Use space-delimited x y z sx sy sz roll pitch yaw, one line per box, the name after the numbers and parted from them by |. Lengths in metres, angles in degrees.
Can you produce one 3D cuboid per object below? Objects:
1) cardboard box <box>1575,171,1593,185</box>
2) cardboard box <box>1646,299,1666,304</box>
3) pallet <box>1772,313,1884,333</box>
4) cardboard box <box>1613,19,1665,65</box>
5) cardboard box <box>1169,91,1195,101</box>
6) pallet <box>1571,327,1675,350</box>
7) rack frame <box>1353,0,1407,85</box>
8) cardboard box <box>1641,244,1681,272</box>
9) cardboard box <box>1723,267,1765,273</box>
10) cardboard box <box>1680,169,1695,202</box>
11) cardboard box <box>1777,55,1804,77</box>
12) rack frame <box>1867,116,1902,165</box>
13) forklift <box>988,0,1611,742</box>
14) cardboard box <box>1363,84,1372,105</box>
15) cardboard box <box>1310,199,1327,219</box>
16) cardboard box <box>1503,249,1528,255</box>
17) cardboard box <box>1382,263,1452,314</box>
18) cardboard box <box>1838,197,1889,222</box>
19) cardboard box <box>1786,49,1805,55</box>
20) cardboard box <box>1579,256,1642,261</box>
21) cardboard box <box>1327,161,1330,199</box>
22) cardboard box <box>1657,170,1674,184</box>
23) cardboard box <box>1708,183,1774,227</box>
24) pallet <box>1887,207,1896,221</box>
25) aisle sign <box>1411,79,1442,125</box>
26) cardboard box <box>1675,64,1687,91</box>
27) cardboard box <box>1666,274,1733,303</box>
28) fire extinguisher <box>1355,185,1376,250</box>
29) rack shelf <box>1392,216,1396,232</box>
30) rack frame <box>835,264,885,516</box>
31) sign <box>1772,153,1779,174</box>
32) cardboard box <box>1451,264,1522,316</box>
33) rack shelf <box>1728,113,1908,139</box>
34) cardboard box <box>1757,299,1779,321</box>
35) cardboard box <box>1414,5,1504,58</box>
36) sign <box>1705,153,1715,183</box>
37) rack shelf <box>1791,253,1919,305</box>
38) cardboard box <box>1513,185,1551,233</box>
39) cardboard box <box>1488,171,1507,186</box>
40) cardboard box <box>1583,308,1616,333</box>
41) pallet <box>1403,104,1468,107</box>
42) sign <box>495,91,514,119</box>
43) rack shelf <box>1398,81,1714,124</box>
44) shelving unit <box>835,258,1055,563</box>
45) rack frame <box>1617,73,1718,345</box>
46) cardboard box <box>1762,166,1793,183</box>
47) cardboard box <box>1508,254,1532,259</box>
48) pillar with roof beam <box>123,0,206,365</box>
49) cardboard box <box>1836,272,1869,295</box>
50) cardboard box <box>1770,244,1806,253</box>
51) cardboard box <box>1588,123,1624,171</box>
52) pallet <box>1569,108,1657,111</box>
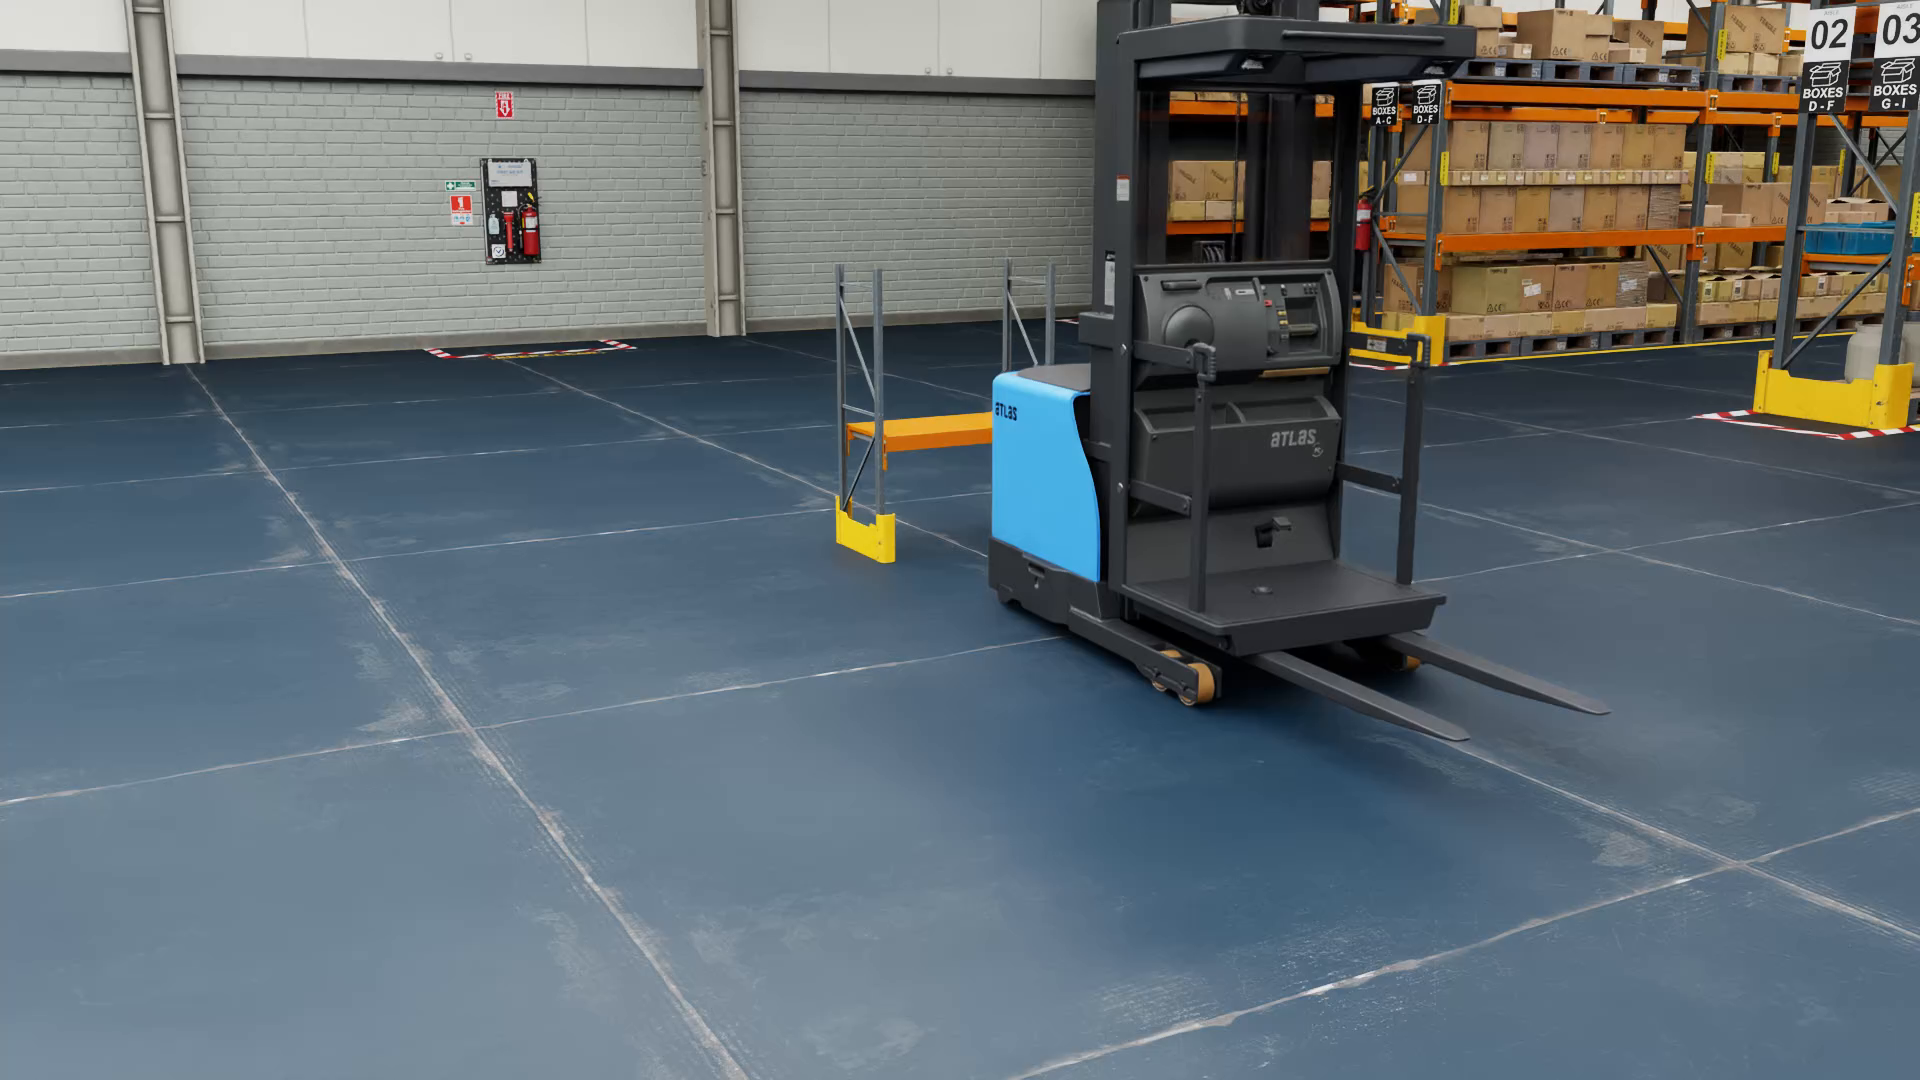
6.641 -3.938 18.072 0.250 0.149 0.380 -6 14 -26 | cardboard box
8.349 -2.768 19.881 0.500 0.250 0.500 -7 14 -28 | cardboard box
10.894 -2.786 21.008 1.213 0.211 1.003 -7 14 -28 | pallet
7.555 -5.588 18.772 0.500 0.500 0.500 -6 14 -23 | cardboard box
2.649 -5.847 21.154 0.500 0.500 0.500 -6 14 -26 | cardboard box
7.406 -2.369 19.154 1.213 0.211 1.003 -7 14 -28 | pallet
5.747 -7.686 22.765 0.127 3.000 1.000 -7 14 -28 | rack frame
10.738 -4.479 26.119 0.750 0.750 0.750 -7 14 -28 | cardboard box
9.678 -3.200 20.524 0.500 0.311 0.500 -7 14 -29 | cardboard box
11.161 -5.547 25.974 0.500 0.500 0.500 -6 14 -26 | cardboard box
9.831 -5.589 19.666 0.500 0.250 0.500 -8 15 -33 | cardboard box
16.280 -6.021 29.033 0.127 3.000 1.000 -7 14 -28 | rack frame
1.223 -0.908 6.469 1.130 2.935 3.031 -6 14 -25 | forklift
5.420 -6.180 22.632 0.500 0.500 0.500 -6 14 -26 | cardboard box
4.601 -4.481 22.483 0.500 0.250 0.500 -7 14 -28 | cardboard box
8.121 -4.407 24.843 0.500 0.250 0.500 -7 14 -27 | cardboard box
4.941 -2.727 17.993 0.500 0.500 0.500 -7 14 -28 | cardboard box
11.295 -4.152 20.931 0.500 0.311 0.500 -6 14 -24 | cardboard box
13.529 -7.631 26.804 0.500 0.500 0.500 -7 14 -28 | cardboard box
7.567 -3.046 19.408 0.500 0.500 0.500 -7 14 -28 | cardboard box
5.045 -4.899 22.632 0.500 0.500 0.500 -7 14 -28 | cardboard box
7.770 -4.074 18.677 0.250 0.149 0.380 -7 15 -29 | cardboard box
9.268 -3.987 19.764 0.500 0.500 0.500 -6 14 -24 | cardboard box
12.196 -4.217 21.451 1.003 0.211 1.213 -7 14 -28 | pallet
4.702 -4.586 16.735 0.004 0.787 0.394 -7 14 -28 | aisle sign
11.016 -7.145 25.963 0.500 0.500 0.700 -7 14 -28 | cardboard box
8.606 -2.937 19.358 0.500 0.311 0.500 -7 14 -28 | cardboard box
4.287 -3.423 17.665 0.183 0.674 0.296 -7 14 -28 | fire extinguisher
7.503 -4.618 24.438 4.000 0.370 1.077 -7 14 -28 | rack shelf
-0.521 -0.669 8.667 0.032 1.500 0.500 -7 14 -28 | rack frame
13.038 -6.023 26.585 0.005 0.325 0.100 -7 14 -28 | sign
5.628 -2.680 17.783 0.500 0.500 0.500 -7 14 -28 | cardboard box
14.524 -6.923 27.848 4.000 0.370 1.077 -7 14 -28 | rack shelf
9.499 -2.771 19.898 0.500 0.250 0.500 -7 15 -30 | cardboard box
5.119 -5.231 17.177 0.637 0.503 0.797 -6 14 -24 | cardboard box
8.391 -4.159 18.605 0.005 0.325 0.100 -7 14 -28 | sign
8.739 -2.288 14.084 4.000 0.370 1.077 -7 14 -28 | rack shelf
5.926 -3.587 17.987 0.500 0.500 0.700 -7 14 -27 | cardboard box
5.511 -3.803 17.472 0.250 0.149 0.380 -7 14 -28 | cardboard box
6.946 -2.471 18.564 0.500 0.250 0.500 -7 14 -28 | cardboard box
6.340 -6.175 23.312 1.003 0.211 1.213 -7 14 -28 | pallet
-5.072 -4.844 18.522 0.199 0.298 0.001 -7 14 -28 | sign
6.368 -4.707 17.998 4.000 0.370 1.077 -7 14 -28 | rack shelf
-0.067 -0.724 8.909 1.083 1.500 0.587 -7 14 -28 | shelving unit
8.124 -3.805 19.184 0.127 3.000 1.000 -7 14 -28 | rack frame
13.253 -5.801 27.370 0.700 0.700 0.980 -7 14 -27 | cardboard box
8.143 -4.057 24.997 0.500 0.500 0.700 -7 14 -28 | cardboard box
-6.034 -5.413 12.667 0.400 9.000 9.100 -7 14 -28 | pillar with roof beam
10.840 -3.204 20.543 0.500 0.311 0.500 -7 14 -29 | cardboard box
13.917 -4.697 27.886 0.500 0.500 0.700 -7 14 -28 | cardboard box
6.855 -4.333 18.347 0.500 0.500 0.700 -7 14 -28 | cardboard box
9.798 -6.629 25.331 1.003 0.211 1.213 -6 14 -25 | pallet
